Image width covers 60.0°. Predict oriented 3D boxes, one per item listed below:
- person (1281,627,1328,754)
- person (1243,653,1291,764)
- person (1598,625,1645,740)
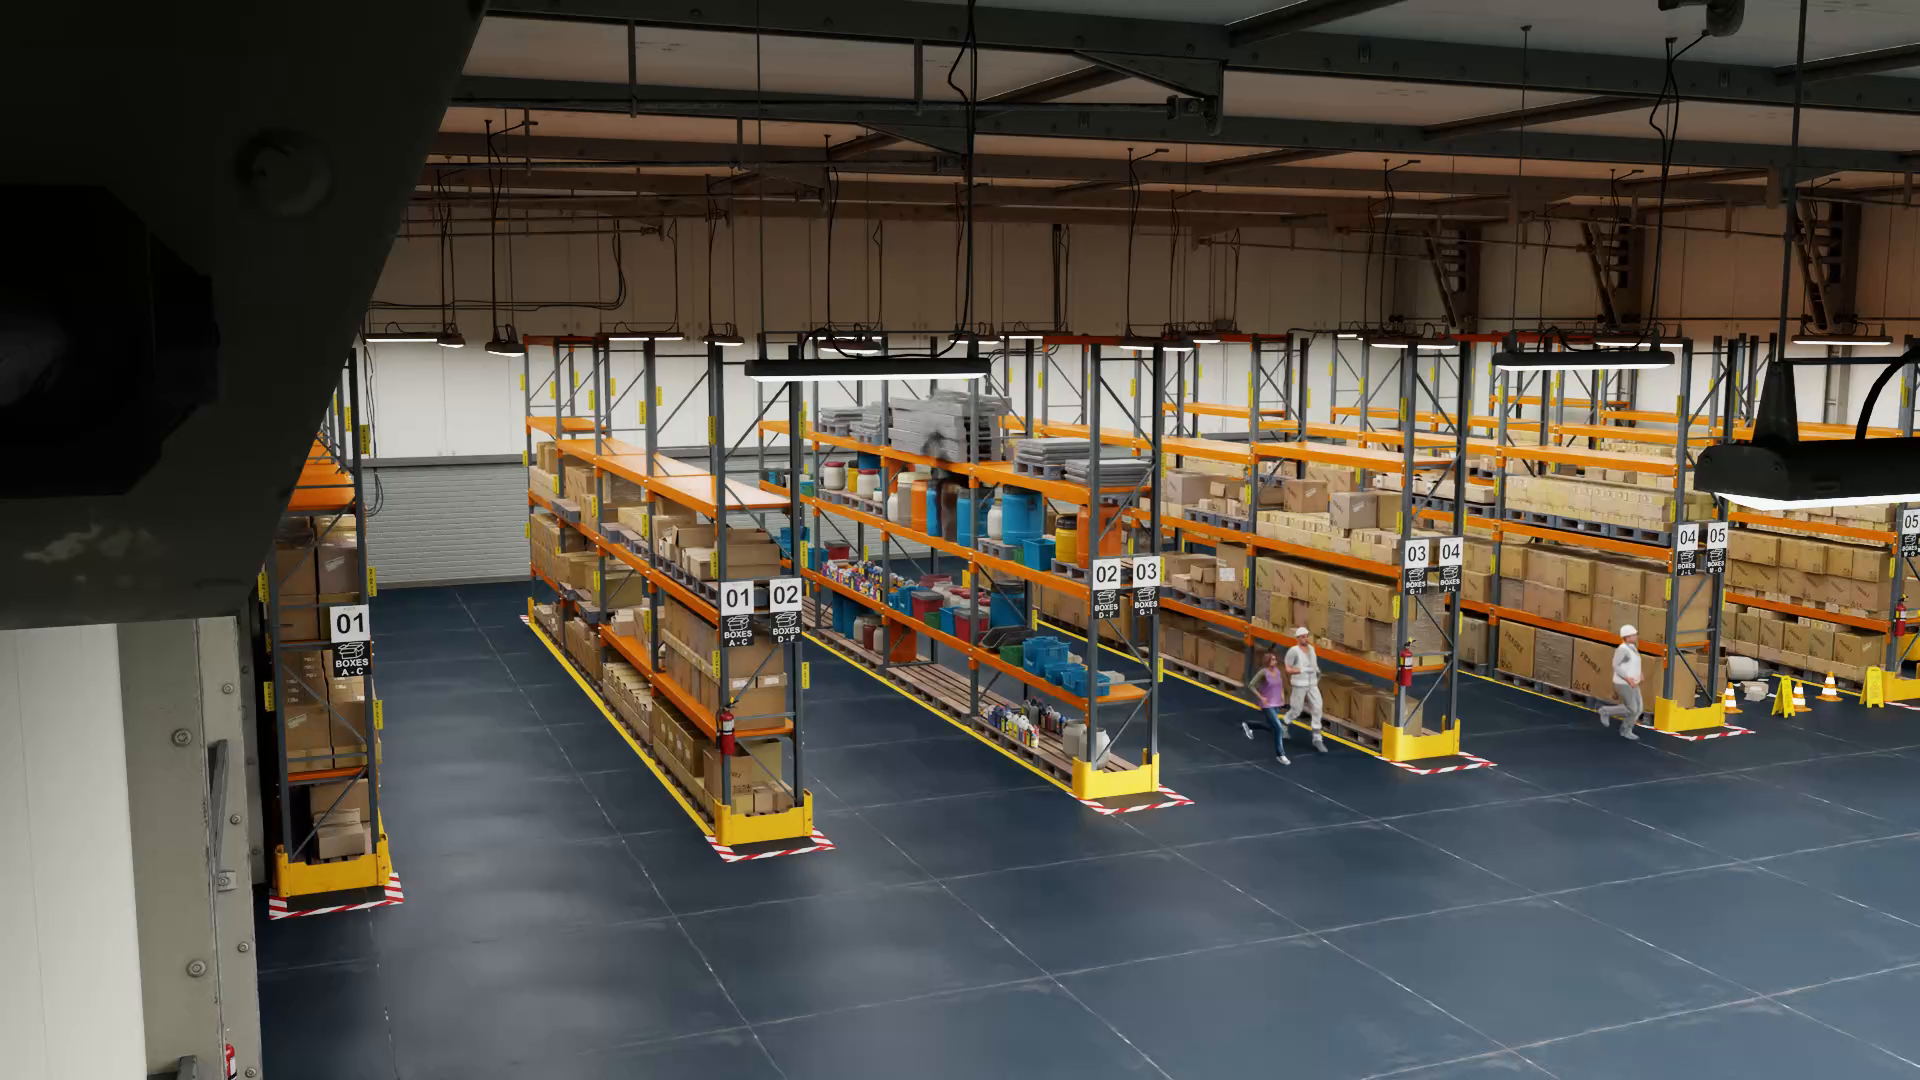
[{"bbox_3d":[5.110,2.180,24.612,0.669,1.790,0.977,-3,8,-21],"label":"person"},{"bbox_3d":[4.433,2.396,24.013,0.520,1.580,0.925,-7,10,-43],"label":"person"},{"bbox_3d":[10.042,2.145,25.217,0.620,1.736,0.623,6,10,39],"label":"person"}]
